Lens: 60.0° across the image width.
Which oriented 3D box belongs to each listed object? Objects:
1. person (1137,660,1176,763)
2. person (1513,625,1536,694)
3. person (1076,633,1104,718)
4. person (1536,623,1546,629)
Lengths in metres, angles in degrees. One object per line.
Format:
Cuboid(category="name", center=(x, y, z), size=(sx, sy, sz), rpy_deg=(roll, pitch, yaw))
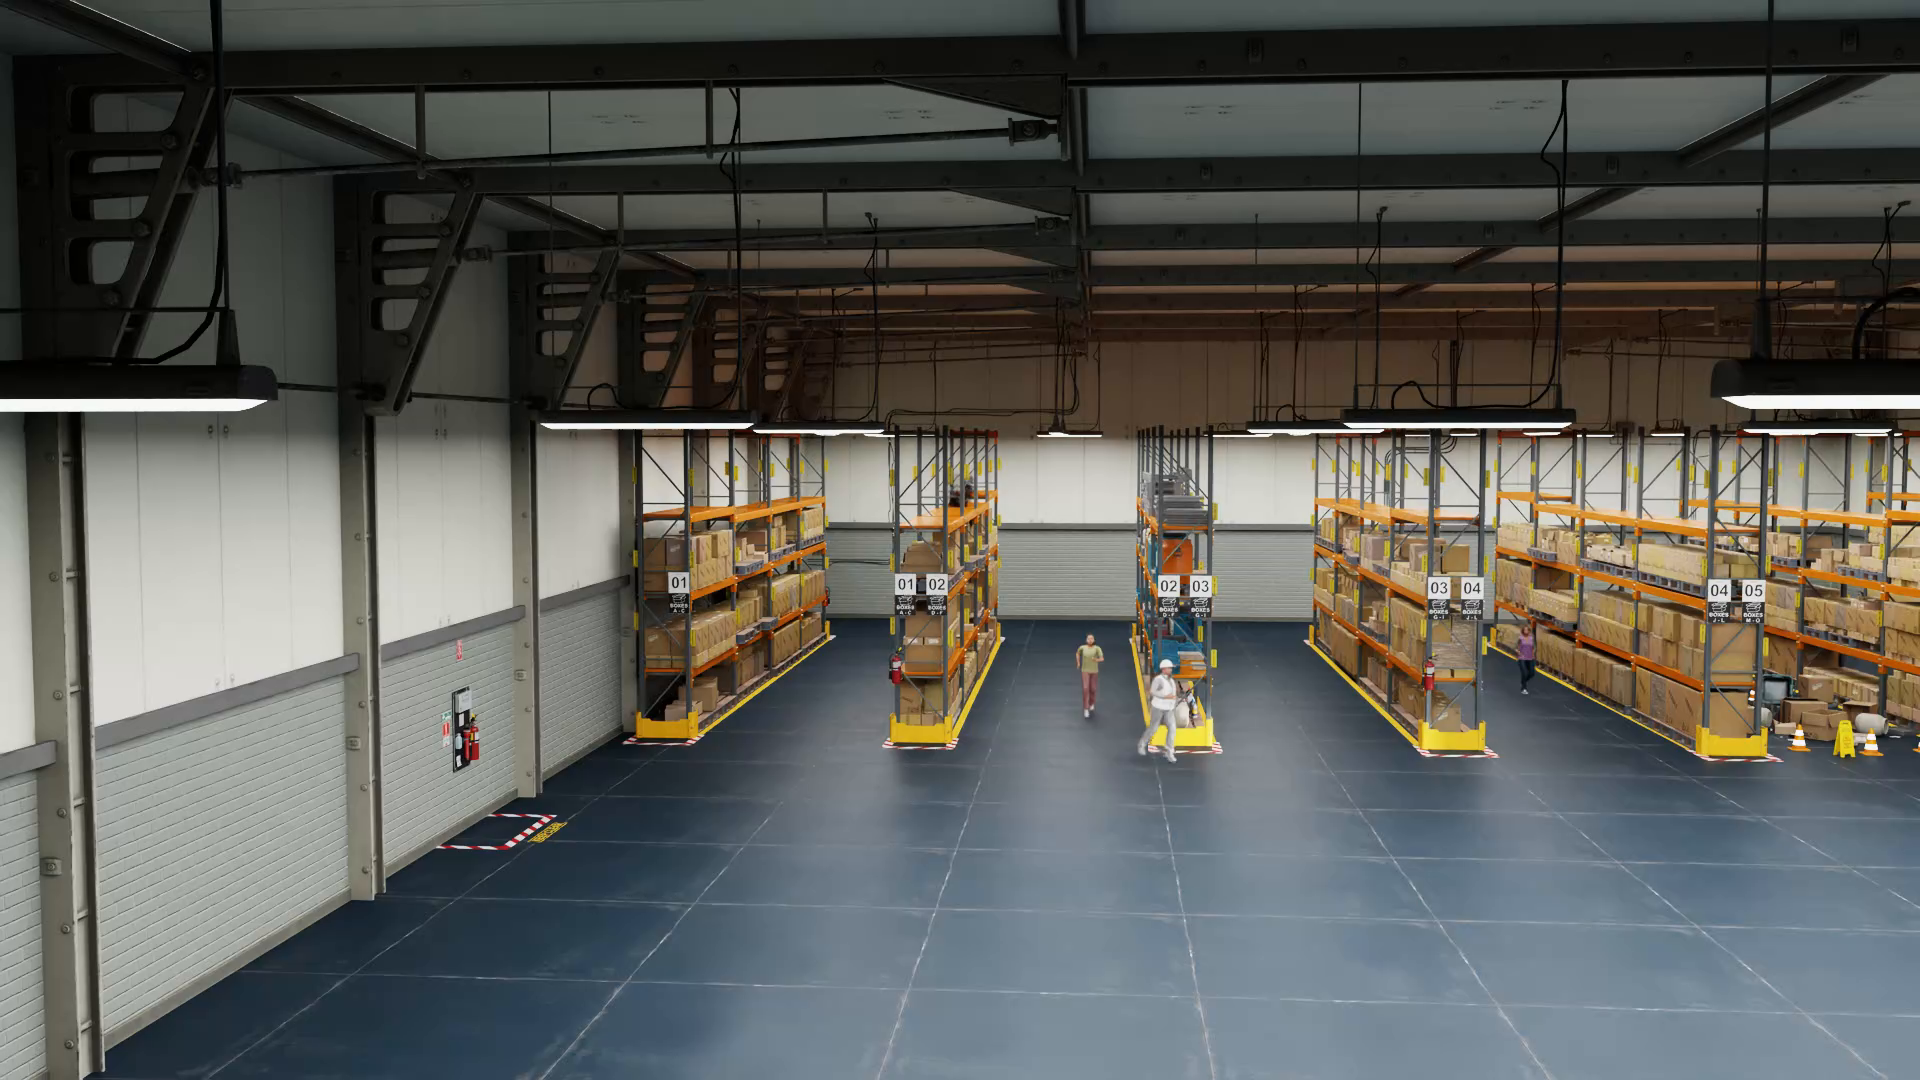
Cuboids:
Cuboid(category="person", center=(3.641, 3.041, 29.878), size=(0.685, 1.791, 0.906), rpy_deg=(-3, 4, -40))
Cuboid(category="person", center=(12.732, 2.695, 37.450), size=(0.532, 1.550, 0.559), rpy_deg=(0, 3, -1))
Cuboid(category="person", center=(2.713, 2.789, 34.670), size=(0.554, 1.709, 0.840), rpy_deg=(0, 3, 1))
Cuboid(category="person", center=(16.435, 2.062, 47.368), size=(0.803, 1.675, 0.628), rpy_deg=(0, 3, -4))
